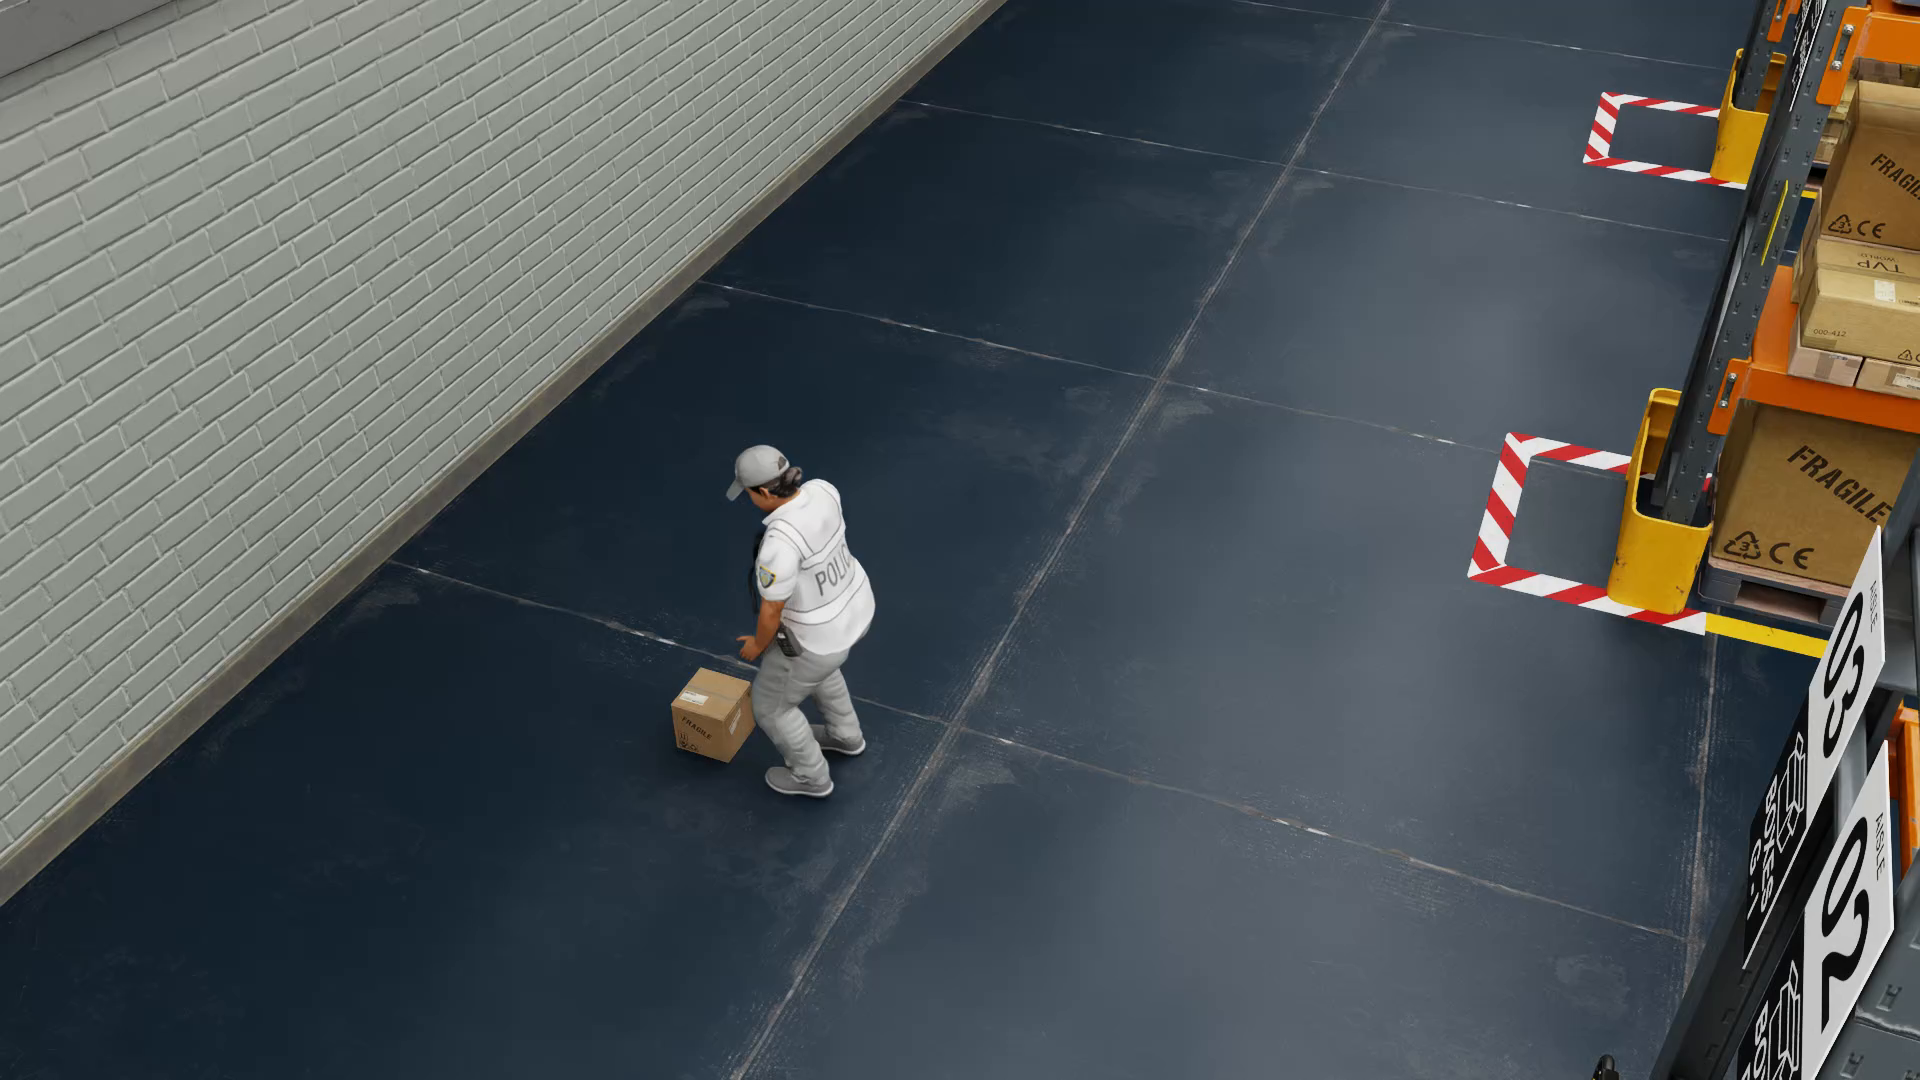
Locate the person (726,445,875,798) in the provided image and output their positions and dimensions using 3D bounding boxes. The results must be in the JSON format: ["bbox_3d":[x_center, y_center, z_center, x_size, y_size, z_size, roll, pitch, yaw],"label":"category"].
[{"bbox_3d":[-0.614,0.331,6.453,0.513,1.599,0.504,15,40,19],"label":"person"}]
